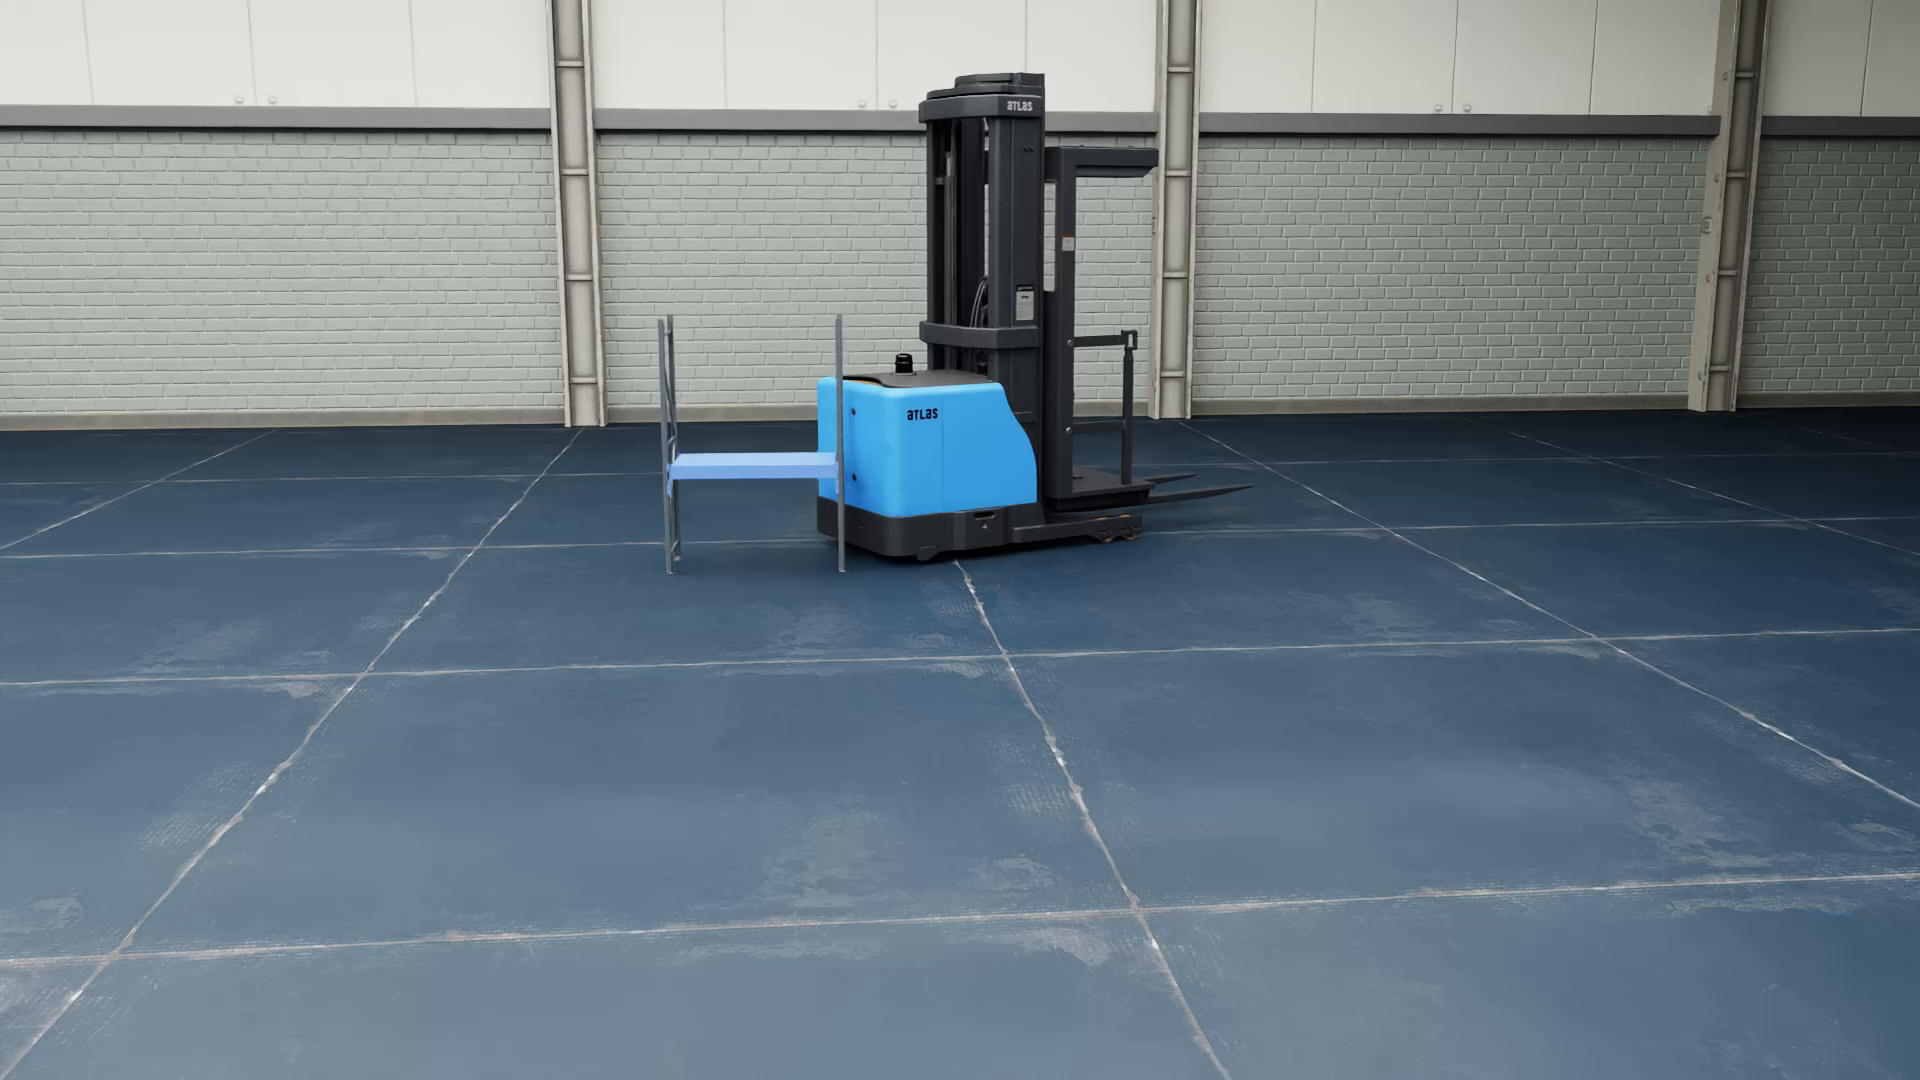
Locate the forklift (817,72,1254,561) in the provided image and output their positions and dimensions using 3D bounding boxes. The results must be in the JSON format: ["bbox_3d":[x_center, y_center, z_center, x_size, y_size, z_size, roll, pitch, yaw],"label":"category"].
[{"bbox_3d":[0.598,-1.500,10.900,3.031,2.935,1.130,-7,13,-31],"label":"forklift"}]

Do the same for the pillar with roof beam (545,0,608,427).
[{"bbox_3d":[-3.306,-4.756,11.731,0.400,9.000,9.100,-1,11,-6],"label":"pillar with roof beam"}]

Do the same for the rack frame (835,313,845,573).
[{"bbox_3d":[-0.718,-0.590,9.980,0.032,1.500,0.500,-1,11,-3],"label":"rack frame"}]

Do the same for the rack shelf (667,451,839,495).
[{"bbox_3d":[-1.225,-0.408,9.989,1.000,0.185,0.538,-1,11,-3],"label":"rack shelf"}]

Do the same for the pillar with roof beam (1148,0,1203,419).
[{"bbox_3d":[2.659,-4.881,12.367,0.400,9.000,9.100,-1,11,-6],"label":"pillar with roof beam"}]

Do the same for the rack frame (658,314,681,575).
[{"bbox_3d":[-1.733,-0.579,9.928,0.032,1.500,0.500,-1,11,-3],"label":"rack frame"}]

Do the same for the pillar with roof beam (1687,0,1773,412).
[{"bbox_3d":[8.624,-5.006,13.003,0.400,9.000,9.100,-1,11,-6],"label":"pillar with roof beam"}]

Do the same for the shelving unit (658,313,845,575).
[{"bbox_3d":[-1.225,-0.585,9.954,1.048,1.500,0.538,-1,11,-3],"label":"shelving unit"}]
